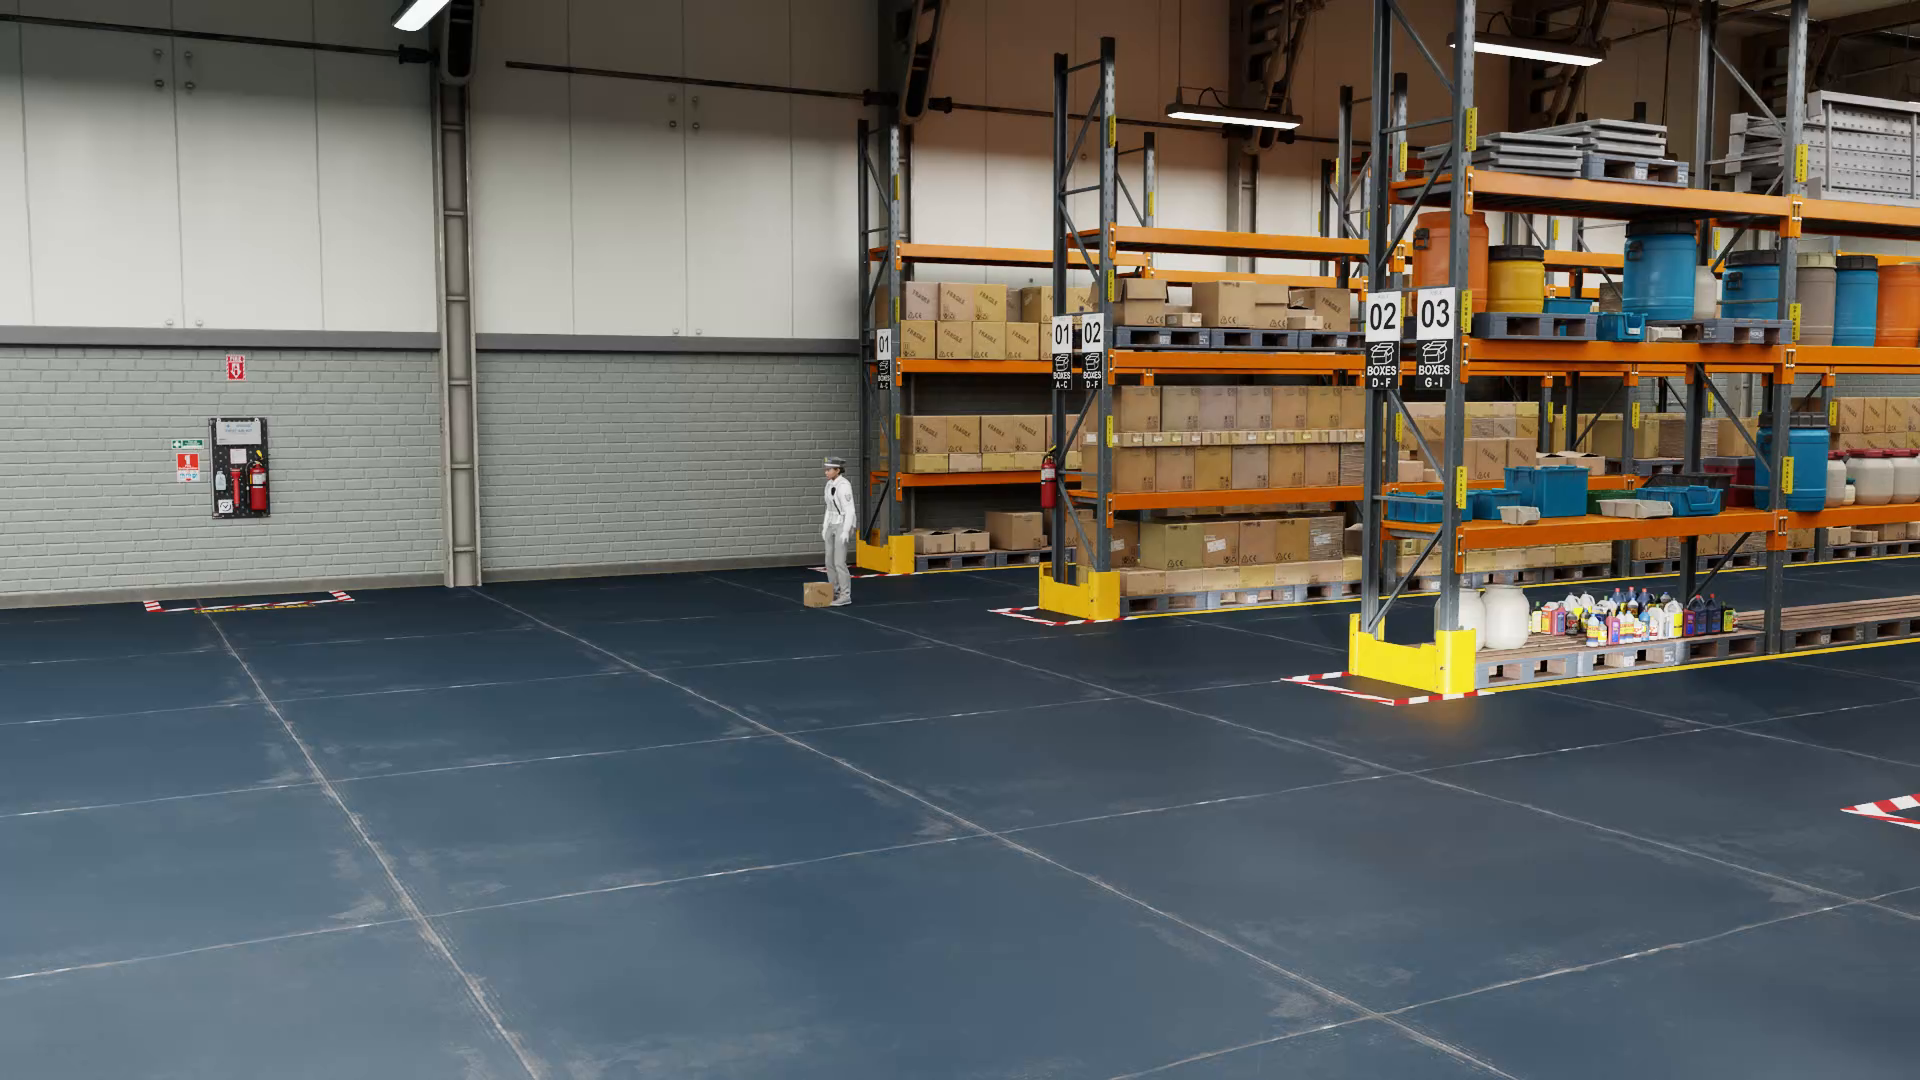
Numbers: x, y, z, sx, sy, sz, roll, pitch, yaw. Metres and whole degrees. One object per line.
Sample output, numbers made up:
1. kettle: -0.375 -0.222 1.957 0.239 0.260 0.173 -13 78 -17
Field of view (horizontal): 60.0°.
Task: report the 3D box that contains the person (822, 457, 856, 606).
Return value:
1. person: -1.369 -0.105 18.633 0.371 1.666 0.547 -3 6 -32
